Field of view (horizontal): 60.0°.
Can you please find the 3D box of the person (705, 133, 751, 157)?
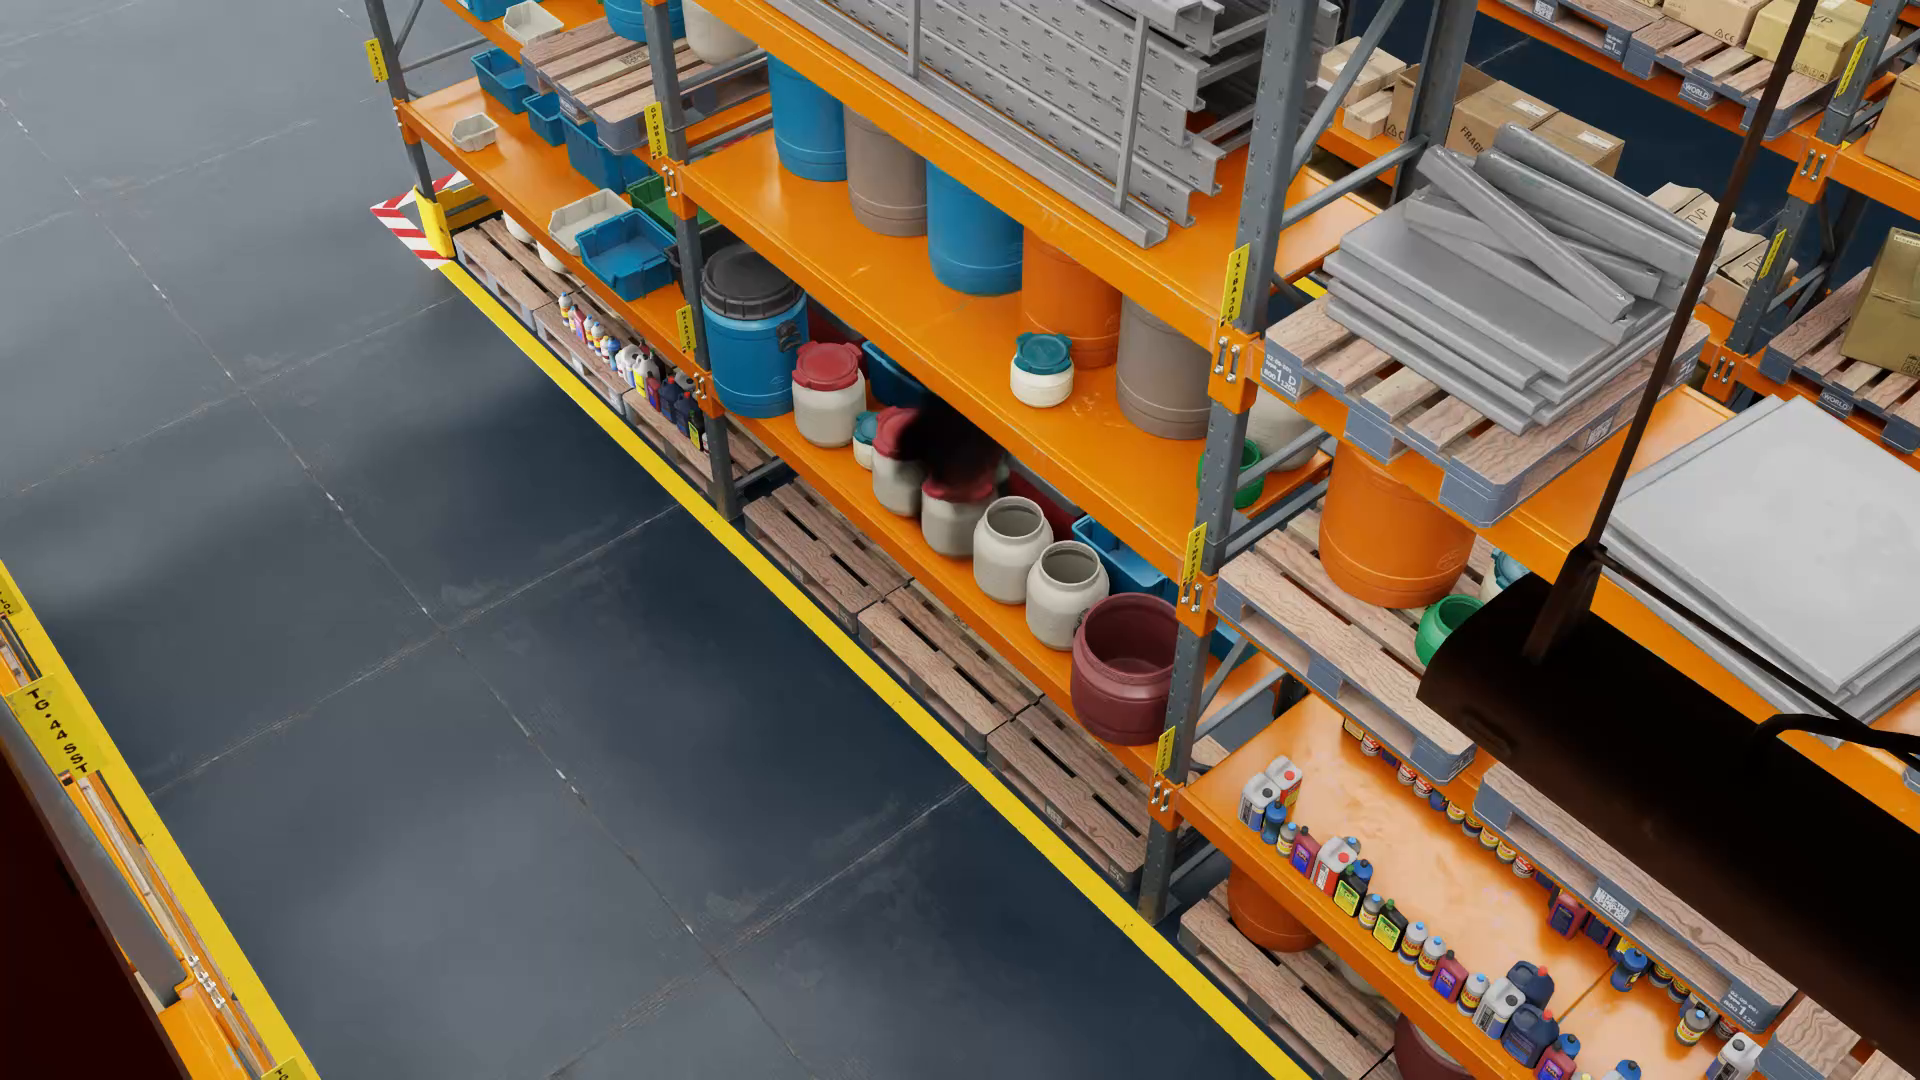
[{"bbox_3d":[-1.798,-3.048,12.644,0.697,1.781,0.654,31,54,26],"label":"person"}]
